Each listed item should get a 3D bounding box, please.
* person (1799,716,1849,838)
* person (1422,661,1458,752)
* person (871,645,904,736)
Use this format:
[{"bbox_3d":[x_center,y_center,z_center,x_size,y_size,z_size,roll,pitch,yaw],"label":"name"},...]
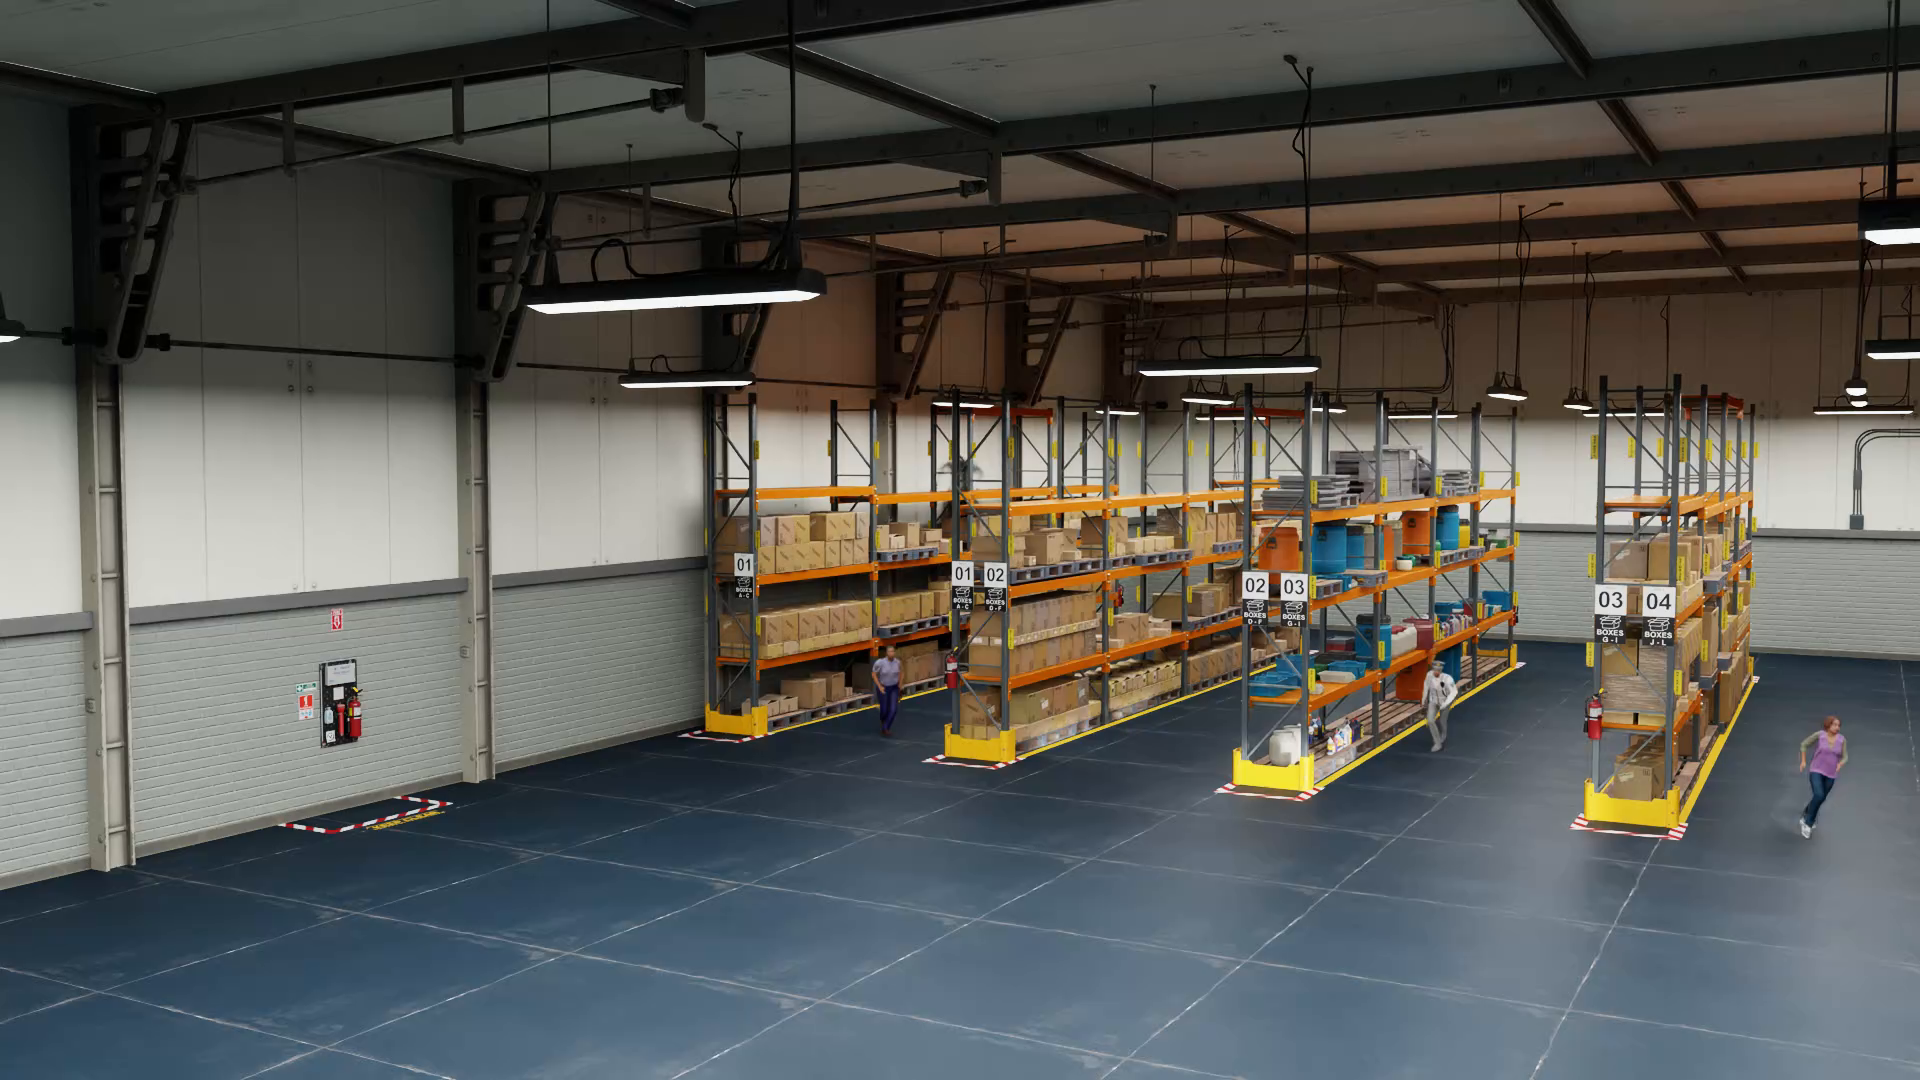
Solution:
[{"bbox_3d":[11.142,3.037,21.532,0.602,1.550,0.755,0,3,5],"label":"person"},{"bbox_3d":[8.052,2.730,27.812,0.614,1.517,1.022,2,4,29],"label":"person"},{"bbox_3d":[-1.285,2.636,29.280,0.599,1.598,0.562,-1,3,-18],"label":"person"}]
